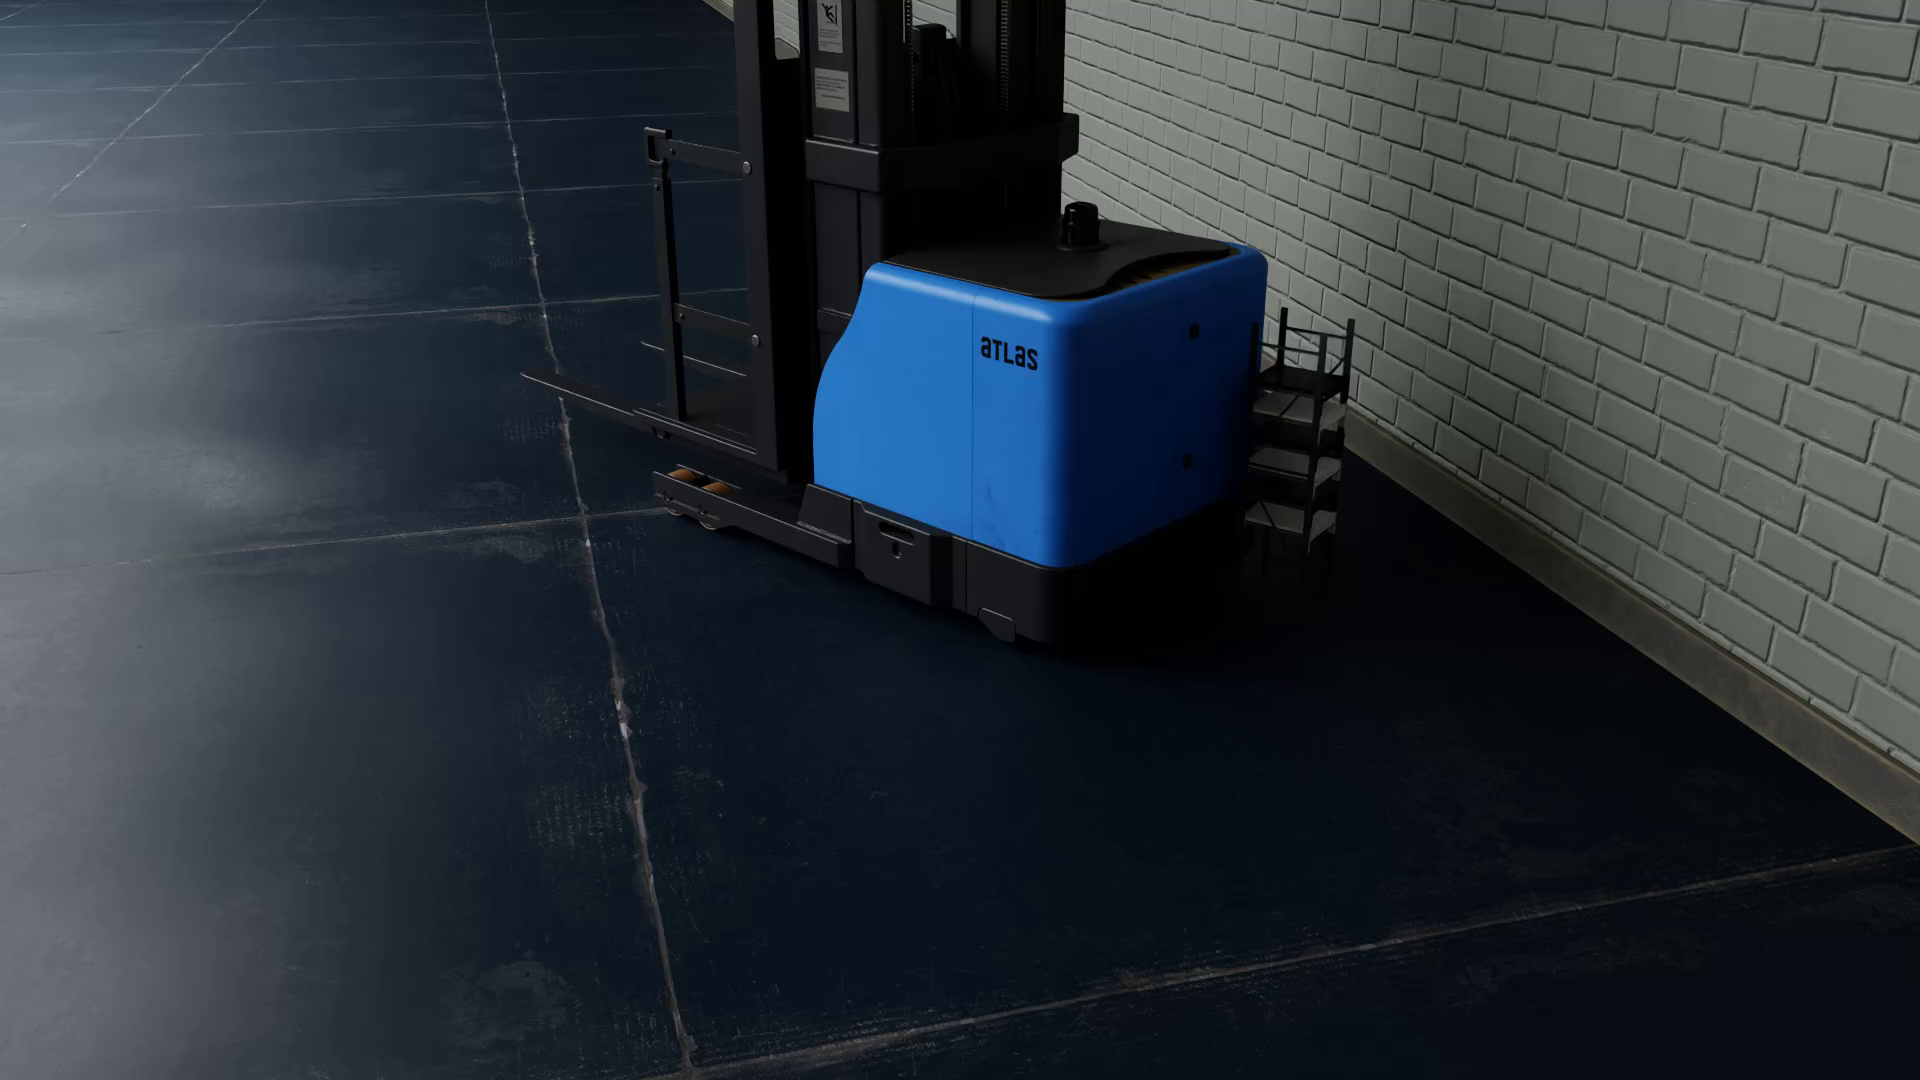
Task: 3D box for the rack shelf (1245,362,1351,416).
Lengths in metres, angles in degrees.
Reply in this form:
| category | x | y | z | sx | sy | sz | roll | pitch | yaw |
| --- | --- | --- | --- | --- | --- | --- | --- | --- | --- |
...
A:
| category | x | y | z | sx | sy | sz | roll | pitch | yaw |
| --- | --- | --- | --- | --- | --- | --- | --- | --- | --- |
| rack shelf | 1.035 | -0.464 | 5.090 | 0.258 | 0.077 | 0.200 | 15 | 28 | 32 |

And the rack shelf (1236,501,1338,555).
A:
| category | x | y | z | sx | sy | sz | roll | pitch | yaw |
| --- | --- | --- | --- | --- | --- | --- | --- | --- | --- |
| rack shelf | 1.035 | -0.050 | 5.267 | 0.258 | 0.077 | 0.200 | 15 | 28 | 32 |

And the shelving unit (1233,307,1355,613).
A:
| category | x | y | z | sx | sy | sz | roll | pitch | yaw |
| --- | --- | --- | --- | --- | --- | --- | --- | --- | --- |
| shelving unit | 1.035 | -0.246 | 5.183 | 0.258 | 0.900 | 0.210 | 15 | 28 | 32 |

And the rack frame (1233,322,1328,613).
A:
| category | x | y | z | sx | sy | sz | roll | pitch | yaw |
| --- | --- | --- | --- | --- | --- | --- | --- | --- | --- |
| rack frame | 0.976 | -0.214 | 5.107 | 0.240 | 0.900 | 0.006 | 15 | 28 | 32 |

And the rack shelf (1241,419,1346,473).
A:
| category | x | y | z | sx | sy | sz | roll | pitch | yaw |
| --- | --- | --- | --- | --- | --- | --- | --- | --- | --- |
| rack shelf | 1.035 | -0.299 | 5.161 | 0.258 | 0.077 | 0.200 | 15 | 28 | 32 |

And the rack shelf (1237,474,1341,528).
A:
| category | x | y | z | sx | sy | sz | roll | pitch | yaw |
| --- | --- | --- | --- | --- | --- | --- | --- | --- | --- |
| rack shelf | 1.035 | -0.133 | 5.232 | 0.258 | 0.077 | 0.200 | 15 | 28 | 32 |

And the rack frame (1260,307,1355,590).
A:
| category | x | y | z | sx | sy | sz | roll | pitch | yaw |
| --- | --- | --- | --- | --- | --- | --- | --- | --- | --- |
| rack frame | 1.093 | -0.279 | 5.260 | 0.240 | 0.900 | 0.006 | 15 | 28 | 32 |

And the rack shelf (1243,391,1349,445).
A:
| category | x | y | z | sx | sy | sz | roll | pitch | yaw |
| --- | --- | --- | --- | --- | --- | --- | --- | --- | --- |
| rack shelf | 1.035 | -0.381 | 5.125 | 0.258 | 0.077 | 0.200 | 15 | 28 | 32 |

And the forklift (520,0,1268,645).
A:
| category | x | y | z | sx | sy | sz | roll | pitch | yaw |
| --- | --- | --- | --- | --- | --- | --- | --- | --- | --- |
| forklift | -0.457 | -1.514 | 5.561 | 3.031 | 2.935 | 1.130 | 20 | 30 | 39 |

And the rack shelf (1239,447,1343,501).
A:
| category | x | y | z | sx | sy | sz | roll | pitch | yaw |
| --- | --- | --- | --- | --- | --- | --- | --- | --- | --- |
| rack shelf | 1.035 | -0.216 | 5.196 | 0.258 | 0.077 | 0.200 | 15 | 28 | 32 |
